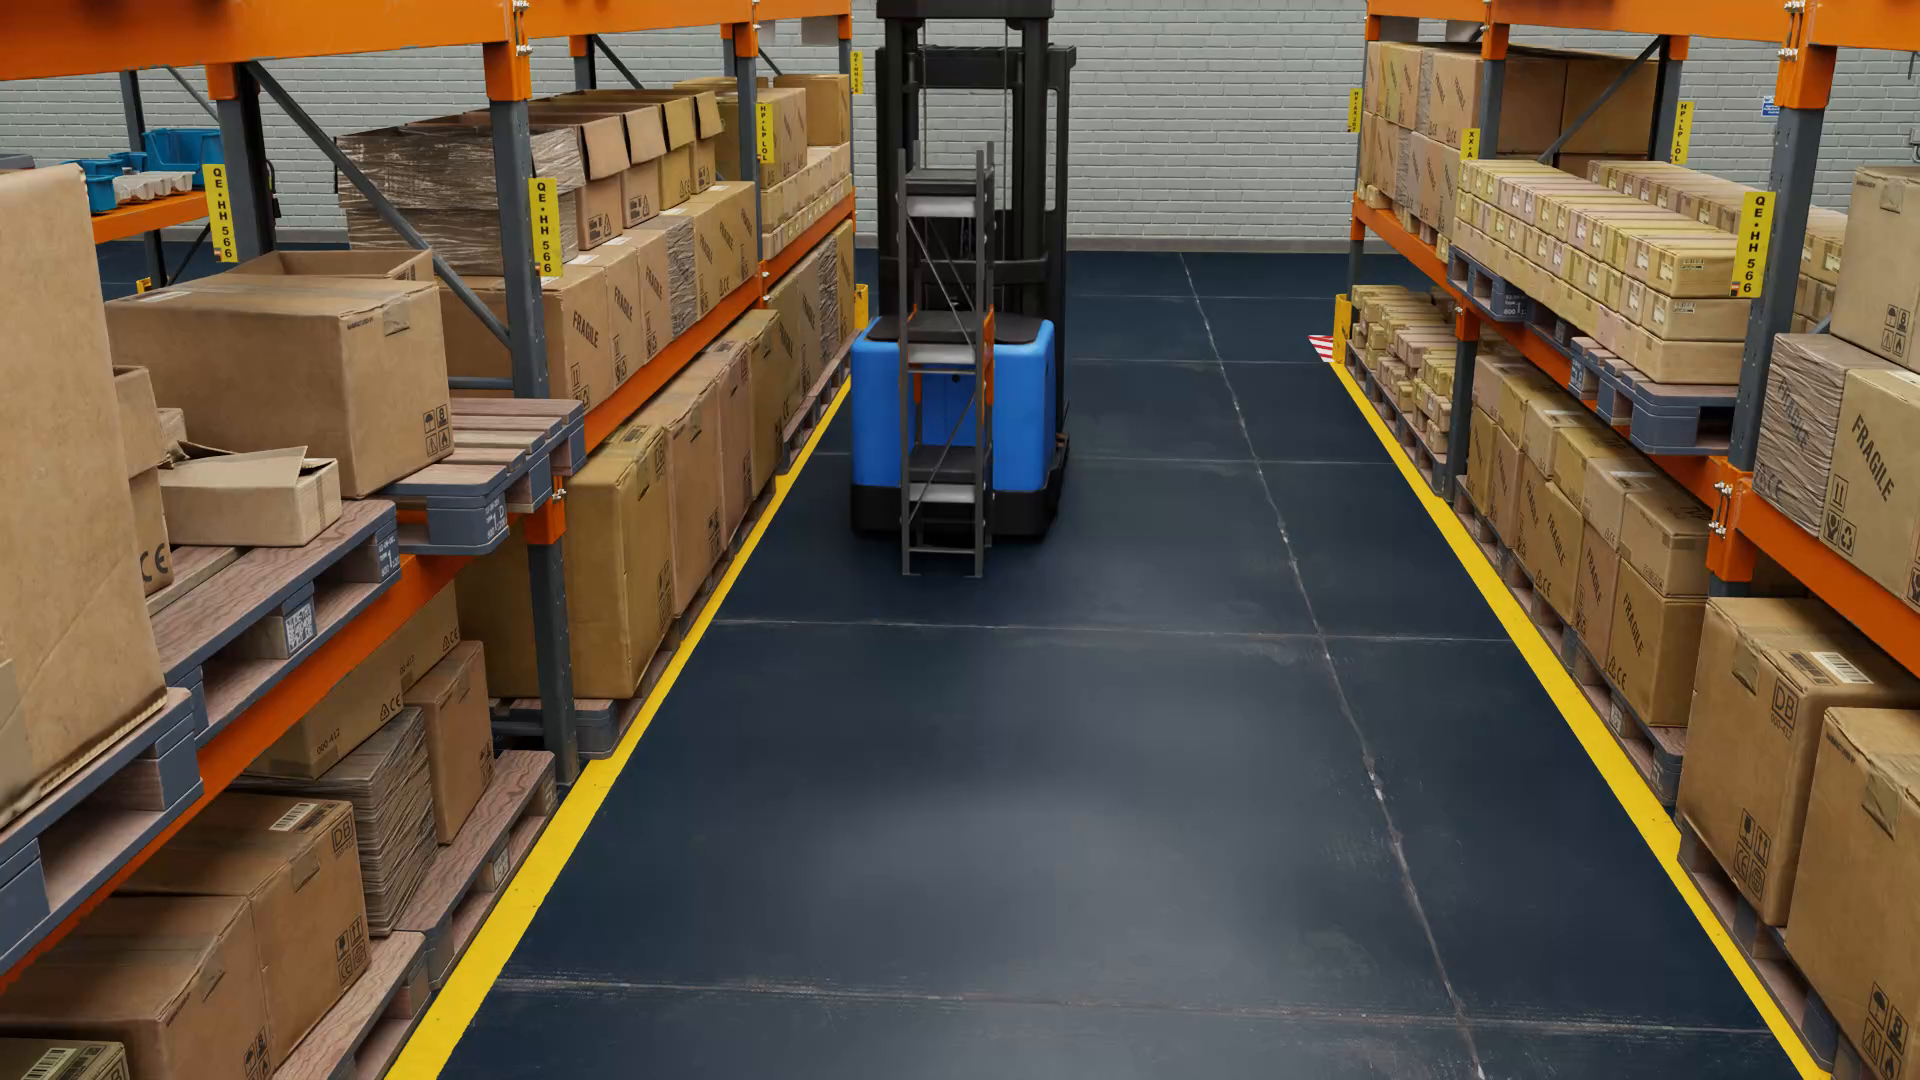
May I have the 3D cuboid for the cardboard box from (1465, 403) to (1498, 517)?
[{"bbox_3d":[2.981,-0.427,8.747,0.500,0.500,0.500,2,18,6],"label":"cardboard box"}]

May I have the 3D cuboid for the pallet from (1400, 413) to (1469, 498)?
[{"bbox_3d":[3.312,-0.523,10.179,1.003,0.211,1.213,1,18,4],"label":"pallet"}]

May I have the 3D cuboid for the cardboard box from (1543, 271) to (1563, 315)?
[{"bbox_3d":[2.686,-1.038,7.003,0.380,0.149,0.250,2,18,6],"label":"cardboard box"}]

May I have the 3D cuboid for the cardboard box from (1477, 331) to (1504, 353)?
[{"bbox_3d":[3.611,-1.277,10.953,0.380,0.149,0.250,1,18,2],"label":"cardboard box"}]

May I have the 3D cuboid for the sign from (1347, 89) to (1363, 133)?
[{"bbox_3d":[3.044,-3.304,12.799,0.100,0.325,0.005,1,18,4],"label":"sign"}]

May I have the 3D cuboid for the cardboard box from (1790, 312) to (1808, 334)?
[{"bbox_3d":[3.284,-0.778,6.209,0.380,0.149,0.250,2,18,7],"label":"cardboard box"}]

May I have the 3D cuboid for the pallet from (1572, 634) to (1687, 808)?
[{"bbox_3d":[3.070,0.686,6.489,1.003,0.211,1.213,1,18,4],"label":"pallet"}]

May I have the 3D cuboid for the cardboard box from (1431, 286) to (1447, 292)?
[{"bbox_3d":[3.800,-1.838,12.664,0.380,0.149,0.250,1,18,5],"label":"cardboard box"}]

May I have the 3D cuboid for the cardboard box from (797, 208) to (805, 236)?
[{"bbox_3d":[-1.216,-2.070,10.827,0.380,0.149,0.250,1,18,3],"label":"cardboard box"}]

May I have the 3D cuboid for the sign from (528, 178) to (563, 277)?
[{"bbox_3d":[-1.386,-1.042,5.552,0.100,0.325,0.005,1,18,4],"label":"sign"}]

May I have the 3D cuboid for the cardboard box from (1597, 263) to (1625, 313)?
[{"bbox_3d":[2.627,-0.946,6.244,0.380,0.149,0.250,2,18,5],"label":"cardboard box"}]

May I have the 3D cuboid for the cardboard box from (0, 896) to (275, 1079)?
[{"bbox_3d":[-2.057,1.171,3.839,0.700,0.500,0.500,0,18,-1],"label":"cardboard box"}]

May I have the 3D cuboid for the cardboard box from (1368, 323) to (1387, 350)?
[{"bbox_3d":[3.160,-1.471,12.021,0.380,0.149,0.250,2,18,6],"label":"cardboard box"}]

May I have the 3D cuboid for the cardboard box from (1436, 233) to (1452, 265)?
[{"bbox_3d":[2.996,-1.695,9.683,0.380,0.149,0.250,1,18,2],"label":"cardboard box"}]

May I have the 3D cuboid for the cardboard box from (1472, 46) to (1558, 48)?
[{"bbox_3d":[3.736,-3.078,11.255,0.500,0.500,0.500,2,18,7],"label":"cardboard box"}]

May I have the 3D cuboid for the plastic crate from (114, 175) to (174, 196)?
[{"bbox_3d":[-6.208,-2.690,12.641,0.396,0.136,0.243,1,18,4],"label":"plastic crate"}]

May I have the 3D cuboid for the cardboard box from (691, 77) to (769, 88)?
[{"bbox_3d":[-1.694,-3.151,12.281,0.500,0.500,0.500,1,18,3],"label":"cardboard box"}]

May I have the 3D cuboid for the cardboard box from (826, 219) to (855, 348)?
[{"bbox_3d":[-1.320,-2.012,12.984,0.875,0.875,0.875,1,18,4],"label":"cardboard box"}]

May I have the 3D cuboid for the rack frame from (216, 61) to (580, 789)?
[{"bbox_3d":[-1.928,-0.538,5.748,1.000,3.000,0.127,1,18,4],"label":"rack frame"}]

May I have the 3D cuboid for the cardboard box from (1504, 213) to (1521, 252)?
[{"bbox_3d":[2.742,-1.423,7.699,0.380,0.149,0.250,2,18,6],"label":"cardboard box"}]

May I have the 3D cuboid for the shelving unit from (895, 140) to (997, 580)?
[{"bbox_3d":[-0.061,-0.885,8.252,0.431,2.100,0.503,2,18,6],"label":"shelving unit"}]

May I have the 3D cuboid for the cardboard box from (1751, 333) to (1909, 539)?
[{"bbox_3d":[2.711,-0.310,4.892,0.500,0.500,0.500,1,18,5],"label":"cardboard box"}]

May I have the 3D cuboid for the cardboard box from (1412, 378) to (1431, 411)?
[{"bbox_3d":[3.013,-0.897,10.271,0.380,0.149,0.250,1,18,2],"label":"cardboard box"}]

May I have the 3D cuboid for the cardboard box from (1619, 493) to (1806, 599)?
[{"bbox_3d":[2.800,0.018,6.188,0.500,0.250,0.500,1,18,3],"label":"cardboard box"}]

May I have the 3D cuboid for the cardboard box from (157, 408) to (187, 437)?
[{"bbox_3d":[-2.277,-0.151,4.133,0.500,0.250,0.500,1,18,2],"label":"cardboard box"}]

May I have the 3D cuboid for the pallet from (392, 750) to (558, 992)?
[{"bbox_3d":[-1.985,1.030,5.442,1.003,0.211,1.213,1,18,4],"label":"pallet"}]

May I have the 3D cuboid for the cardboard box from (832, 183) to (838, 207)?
[{"bbox_3d":[-1.107,-2.549,12.288,0.380,0.149,0.250,2,18,5],"label":"cardboard box"}]

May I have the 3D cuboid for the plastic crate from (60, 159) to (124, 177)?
[{"bbox_3d":[-6.688,-2.809,12.850,0.416,0.233,0.300,1,18,4],"label":"plastic crate"}]

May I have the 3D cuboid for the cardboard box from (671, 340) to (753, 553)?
[{"bbox_3d":[-1.730,-0.494,8.350,1.225,0.875,0.875,1,18,2],"label":"cardboard box"}]

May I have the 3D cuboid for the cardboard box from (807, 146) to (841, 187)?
[{"bbox_3d":[-1.161,-2.779,12.350,0.500,0.250,0.500,1,18,3],"label":"cardboard box"}]

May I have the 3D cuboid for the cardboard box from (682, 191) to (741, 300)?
[{"bbox_3d":[-1.445,-1.523,8.594,0.500,0.500,0.500,2,18,6],"label":"cardboard box"}]

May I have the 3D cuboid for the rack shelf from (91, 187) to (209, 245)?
[{"bbox_3d":[-6.438,-2.170,11.885,1.077,0.370,4.000,1,18,4],"label":"rack shelf"}]

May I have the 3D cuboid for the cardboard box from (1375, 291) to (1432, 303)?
[{"bbox_3d":[3.309,-1.765,12.440,0.380,0.149,0.250,2,18,5],"label":"cardboard box"}]

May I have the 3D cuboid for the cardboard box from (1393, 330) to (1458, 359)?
[{"bbox_3d":[3.085,-1.289,10.988,0.380,0.149,0.250,1,18,2],"label":"cardboard box"}]

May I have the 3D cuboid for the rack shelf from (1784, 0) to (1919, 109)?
[{"bbox_3d":[2.869,-0.859,3.064,1.077,0.370,4.000,1,18,4],"label":"rack shelf"}]

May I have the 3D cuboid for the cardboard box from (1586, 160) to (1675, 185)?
[{"bbox_3d":[3.465,-1.872,8.593,0.380,0.149,0.250,2,18,6],"label":"cardboard box"}]

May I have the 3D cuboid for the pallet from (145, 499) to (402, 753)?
[{"bbox_3d":[-2.029,0.169,3.899,1.003,0.211,1.213,1,18,4],"label":"pallet"}]

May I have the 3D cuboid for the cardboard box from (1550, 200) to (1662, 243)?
[{"bbox_3d":[2.685,-1.323,6.917,0.380,0.149,0.250,2,18,7],"label":"cardboard box"}]

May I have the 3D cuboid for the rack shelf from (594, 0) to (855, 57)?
[{"bbox_3d":[-1.498,-3.485,11.080,1.077,0.370,4.000,1,18,4],"label":"rack shelf"}]

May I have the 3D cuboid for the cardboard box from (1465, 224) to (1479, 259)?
[{"bbox_3d":[2.798,-1.520,8.474,0.380,0.149,0.250,2,18,5],"label":"cardboard box"}]

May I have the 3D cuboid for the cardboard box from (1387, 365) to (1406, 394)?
[{"bbox_3d":[3.131,-1.089,11.334,0.380,0.149,0.250,1,18,4],"label":"cardboard box"}]

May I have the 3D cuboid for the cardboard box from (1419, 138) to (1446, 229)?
[{"bbox_3d":[3.090,-2.145,10.014,0.500,0.500,0.500,1,18,2],"label":"cardboard box"}]

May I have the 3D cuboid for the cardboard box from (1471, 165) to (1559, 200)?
[{"bbox_3d":[2.798,-1.802,8.380,0.380,0.149,0.250,2,18,5],"label":"cardboard box"}]

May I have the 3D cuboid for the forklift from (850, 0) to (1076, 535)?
[{"bbox_3d":[0.099,-1.832,9.808,1.130,2.935,3.031,2,18,6],"label":"forklift"}]

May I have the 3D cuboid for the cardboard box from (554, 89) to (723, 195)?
[{"bbox_3d":[-1.679,-2.106,8.762,0.797,0.503,0.637,1,18,2],"label":"cardboard box"}]

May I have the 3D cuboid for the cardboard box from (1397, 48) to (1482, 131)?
[{"bbox_3d":[3.166,-2.935,10.819,0.500,0.500,0.500,1,18,2],"label":"cardboard box"}]

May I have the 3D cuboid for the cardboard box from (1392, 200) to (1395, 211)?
[{"bbox_3d":[3.304,-2.422,11.901,0.380,0.149,0.250,2,18,6],"label":"cardboard box"}]

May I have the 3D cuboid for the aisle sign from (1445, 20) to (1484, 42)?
[{"bbox_3d":[3.890,-4.132,12.541,0.394,0.787,0.004,1,18,4],"label":"aisle sign"}]

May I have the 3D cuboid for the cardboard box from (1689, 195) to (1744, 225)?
[{"bbox_3d":[3.353,-1.384,7.103,0.380,0.149,0.250,1,18,3],"label":"cardboard box"}]

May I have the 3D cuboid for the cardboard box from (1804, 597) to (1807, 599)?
[{"bbox_3d":[3.317,0.378,6.292,0.500,0.500,0.500,1,18,2],"label":"cardboard box"}]
